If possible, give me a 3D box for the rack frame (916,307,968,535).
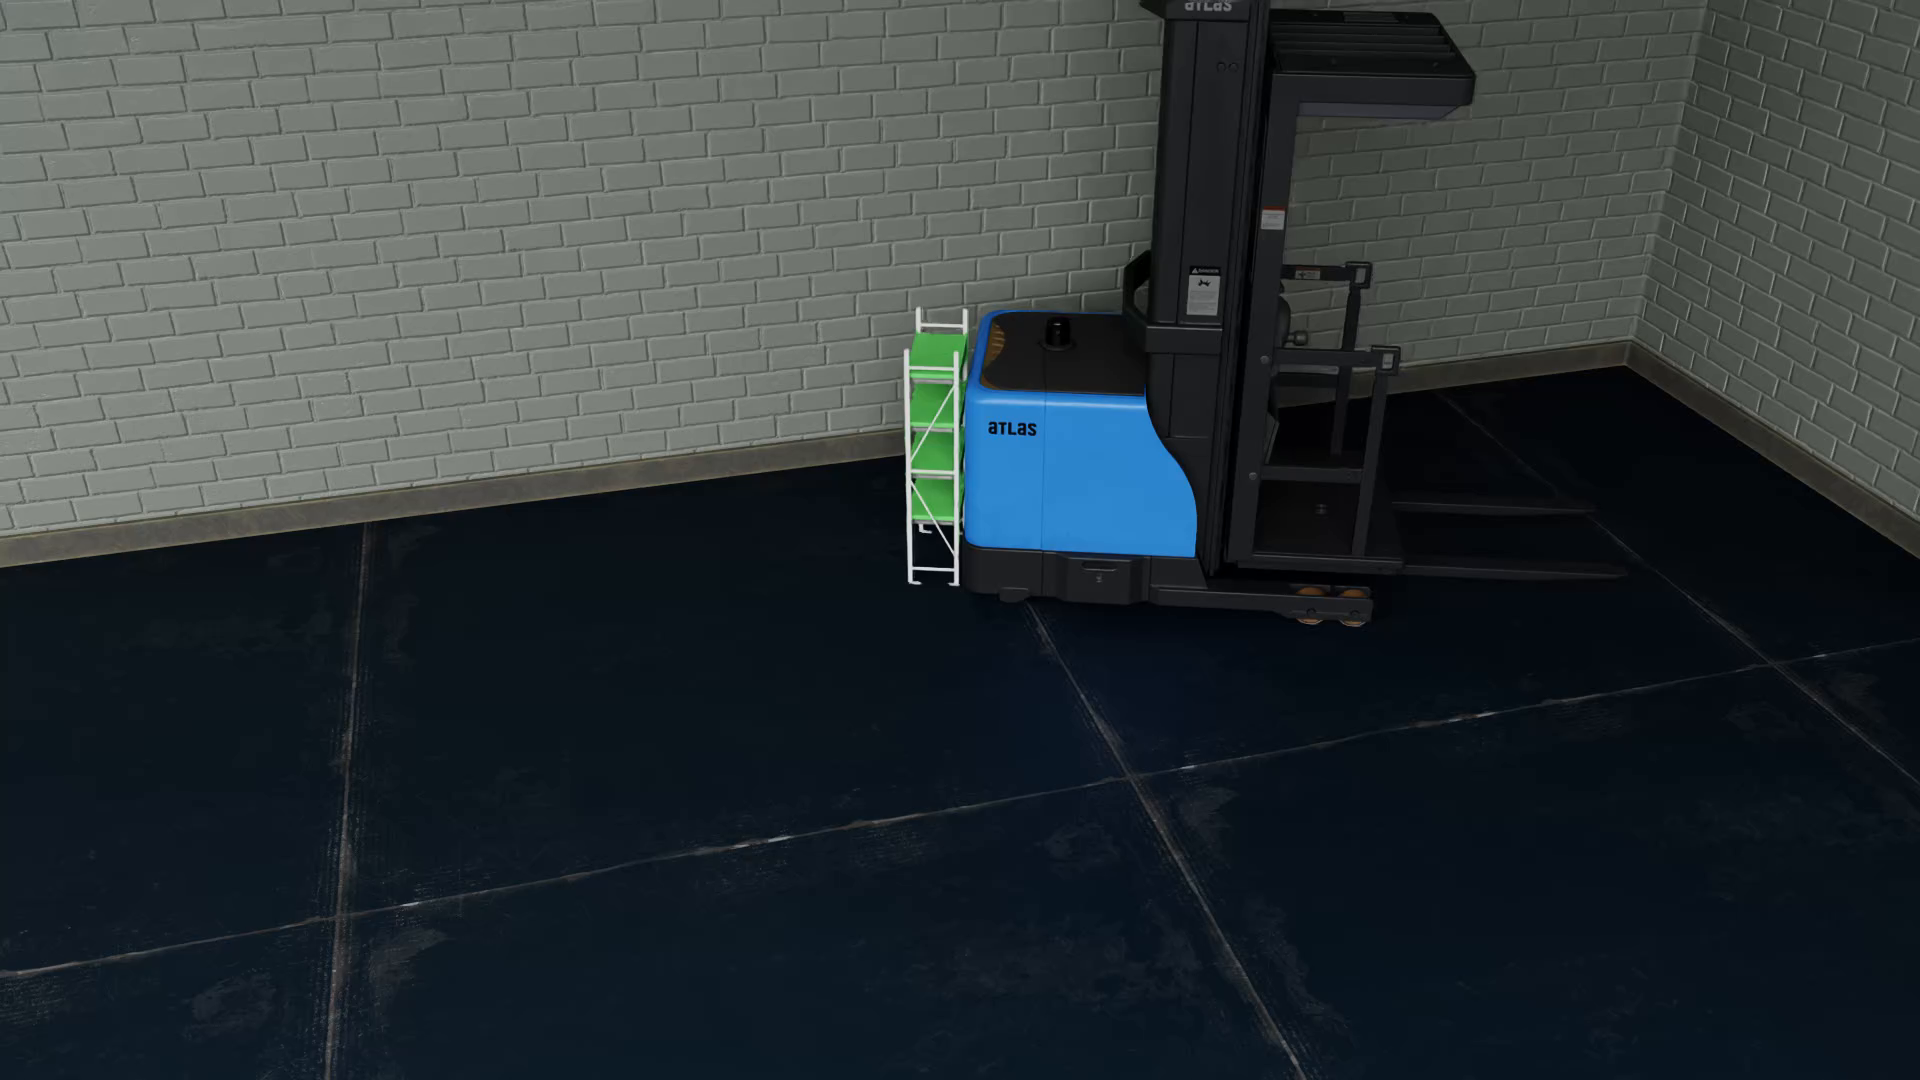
[{"bbox_3d":[-0.084,-0.554,8.010,0.240,1.200,0.015,2,30,4],"label":"rack frame"}]

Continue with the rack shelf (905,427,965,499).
[{"bbox_3d":[-0.105,-0.377,7.831,0.258,0.148,0.480,2,30,4],"label":"rack shelf"}]

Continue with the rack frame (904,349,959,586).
[{"bbox_3d":[-0.125,-0.311,7.589,0.240,1.200,0.015,2,30,4],"label":"rack frame"}]

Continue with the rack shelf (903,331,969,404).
[{"bbox_3d":[-0.105,-0.793,7.591,0.258,0.148,0.480,2,30,4],"label":"rack shelf"}]

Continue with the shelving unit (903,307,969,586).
[{"bbox_3d":[-0.105,-0.432,7.799,0.258,1.200,0.503,2,30,4],"label":"shelving unit"}]

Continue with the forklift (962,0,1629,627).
[{"bbox_3d":[1.557,-1.154,7.319,3.031,2.935,1.130,3,30,5],"label":"forklift"}]

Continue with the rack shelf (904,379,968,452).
[{"bbox_3d":[-0.105,-0.585,7.711,0.258,0.148,0.480,2,30,4],"label":"rack shelf"}]

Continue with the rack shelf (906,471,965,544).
[{"bbox_3d":[-0.105,-0.169,7.952,0.258,0.148,0.480,2,30,4],"label":"rack shelf"}]
